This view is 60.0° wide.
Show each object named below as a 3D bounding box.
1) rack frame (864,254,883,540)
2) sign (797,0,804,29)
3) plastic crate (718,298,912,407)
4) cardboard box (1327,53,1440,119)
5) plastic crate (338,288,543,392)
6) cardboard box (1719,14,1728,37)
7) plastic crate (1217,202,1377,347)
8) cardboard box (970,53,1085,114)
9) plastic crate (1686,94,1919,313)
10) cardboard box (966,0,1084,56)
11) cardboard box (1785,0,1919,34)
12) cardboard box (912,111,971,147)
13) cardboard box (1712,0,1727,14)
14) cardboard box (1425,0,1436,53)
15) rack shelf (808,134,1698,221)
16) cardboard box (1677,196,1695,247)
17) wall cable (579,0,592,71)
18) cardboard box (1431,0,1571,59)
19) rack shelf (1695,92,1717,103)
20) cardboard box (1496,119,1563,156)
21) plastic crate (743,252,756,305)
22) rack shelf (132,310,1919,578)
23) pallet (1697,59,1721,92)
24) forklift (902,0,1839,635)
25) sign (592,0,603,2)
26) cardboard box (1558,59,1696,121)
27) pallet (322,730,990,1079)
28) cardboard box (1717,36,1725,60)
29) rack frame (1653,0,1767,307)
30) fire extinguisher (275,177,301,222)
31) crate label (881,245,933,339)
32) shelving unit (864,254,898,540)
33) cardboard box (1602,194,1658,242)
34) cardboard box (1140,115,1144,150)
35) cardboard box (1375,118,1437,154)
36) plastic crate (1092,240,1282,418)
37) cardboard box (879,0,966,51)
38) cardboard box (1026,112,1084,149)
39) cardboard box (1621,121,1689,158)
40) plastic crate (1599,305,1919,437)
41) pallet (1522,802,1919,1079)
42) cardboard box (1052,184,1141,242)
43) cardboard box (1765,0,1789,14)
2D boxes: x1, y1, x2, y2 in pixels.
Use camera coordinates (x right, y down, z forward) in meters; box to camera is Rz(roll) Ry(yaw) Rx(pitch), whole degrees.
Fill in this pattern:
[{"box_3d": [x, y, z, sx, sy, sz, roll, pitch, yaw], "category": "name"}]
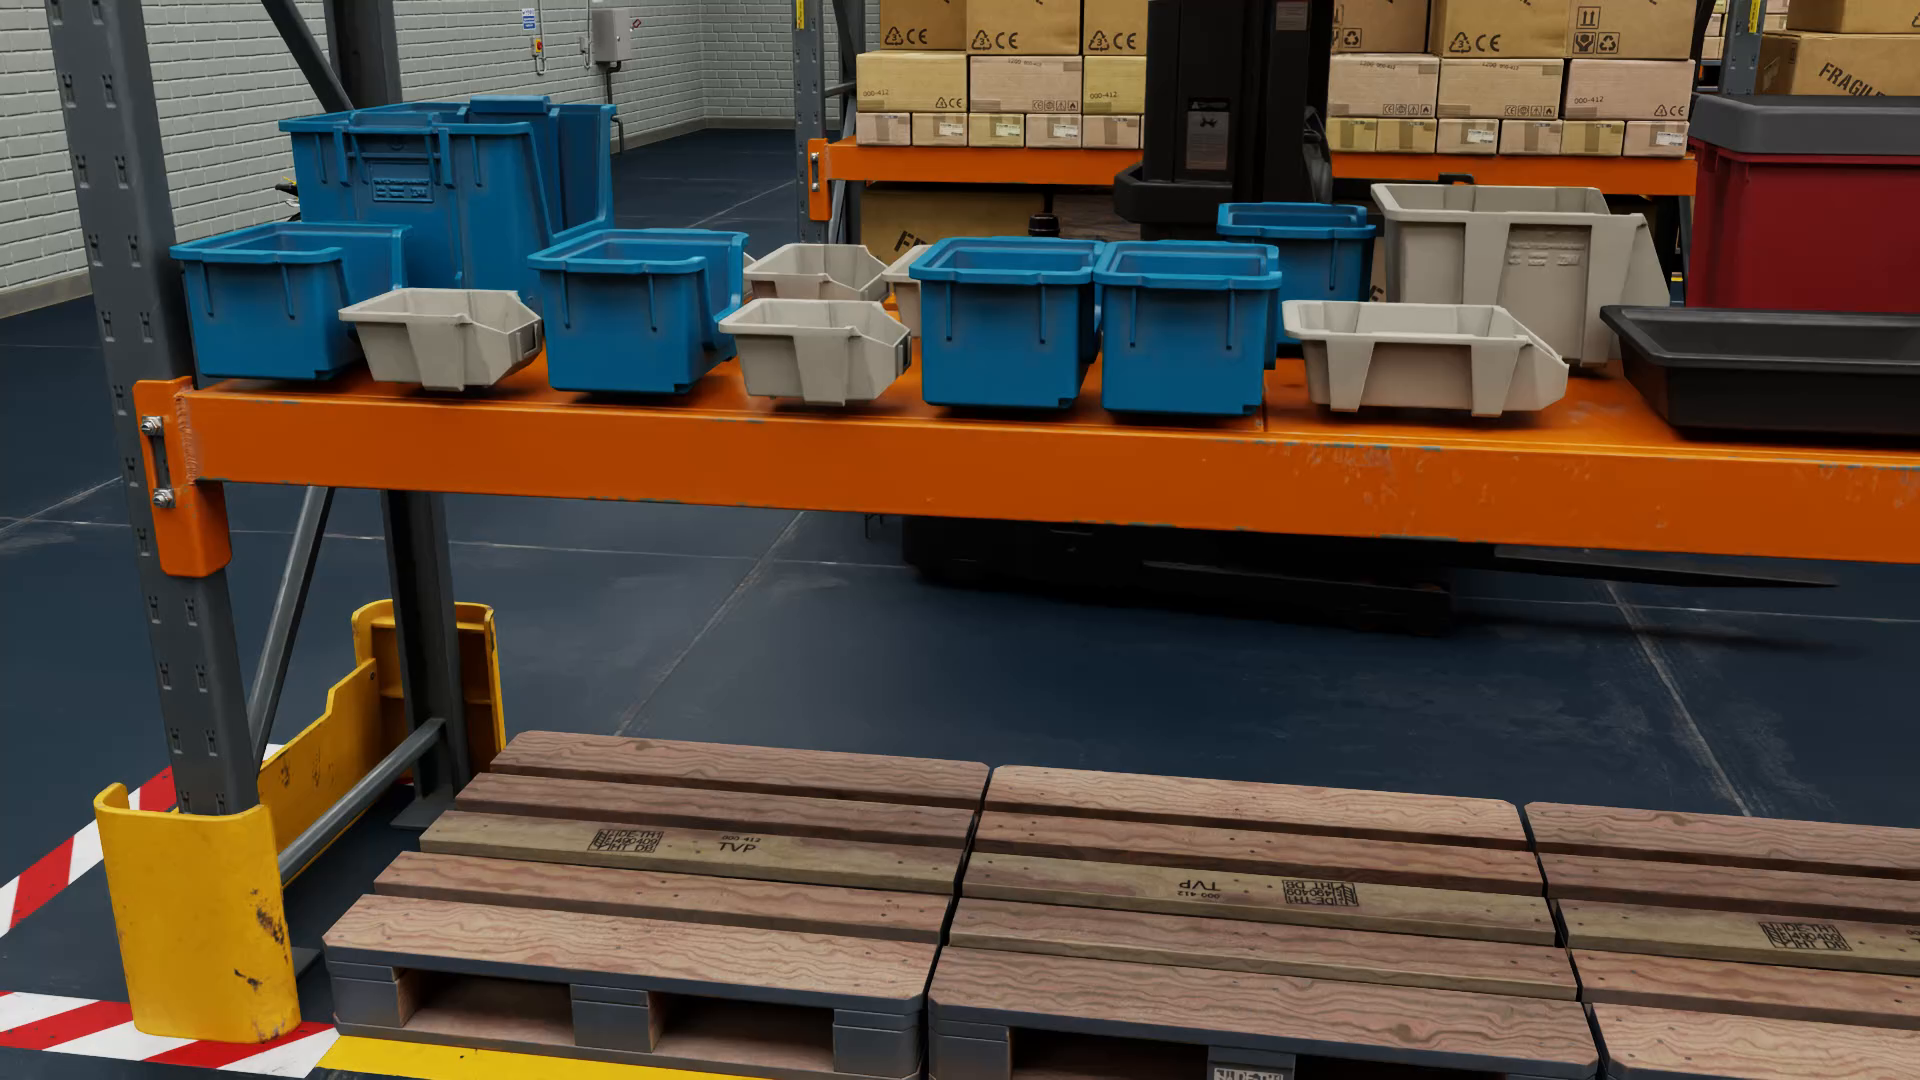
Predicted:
[{"box_3d": [-0.332, -0.527, 6.225, 0.008, 1.050, 0.200, 5, 19, 15], "category": "rack frame"}, {"box_3d": [-0.711, -2.437, 7.370, 0.005, 0.325, 0.100, 3, 19, 9], "category": "sign"}, {"box_3d": [-0.238, -0.322, 2.860, 0.298, 0.136, 0.250, 3, 19, 9], "category": "plastic crate"}, {"box_3d": [1.840, -2.022, 7.387, 0.500, 0.250, 0.500, 3, 19, 10], "category": "cardboard box"}, {"box_3d": [-0.907, -0.357, 2.962, 0.298, 0.136, 0.250, 3, 19, 9], "category": "plastic crate"}, {"box_3d": [5.303, -3.529, 11.388, 0.250, 0.149, 0.380, 2, 19, 6], "category": "cardboard box"}, {"box_3d": [0.666, -0.537, 3.349, 0.300, 0.233, 0.416, 3, 19, 9], "category": "plastic crate"}, {"box_3d": [0.328, -2.100, 7.618, 0.500, 0.250, 0.500, 3, 19, 8], "category": "cardboard box"}, {"box_3d": [1.705, -0.592, 3.149, 0.583, 0.464, 0.402, 3, 19, 9], "category": "plastic crate"}, {"box_3d": [0.308, -2.454, 7.496, 0.500, 0.500, 0.500, 2, 19, 7], "category": "cardboard box"}, {"box_3d": [3.964, -2.455, 7.174, 0.637, 0.503, 0.797, 2, 19, 7], "category": "cardboard box"}, {"box_3d": [-0.065, -1.910, 7.679, 0.250, 0.149, 0.380, 3, 19, 8], "category": "cardboard box"}, {"box_3d": [5.064, -3.682, 11.378, 0.250, 0.149, 0.380, 3, 19, 9], "category": "cardboard box"}, {"box_3d": [2.415, -2.518, 7.687, 0.500, 0.500, 0.500, 3, 19, 9], "category": "cardboard box"}, {"box_3d": [1.358, -1.721, 7.852, 4.000, 0.370, 1.077, 3, 19, 9], "category": "rack shelf"}, {"box_3d": [5.429, -2.377, 11.959, 0.500, 0.500, 0.500, 4, 19, 11], "category": "cardboard box"}, {"box_3d": [-4.403, -6.470, 19.312, 0.122, 1.984, 0.588, 3, 19, 9], "category": "wall cable"}, {"box_3d": [2.342, -2.353, 7.193, 0.500, 0.500, 0.500, 3, 19, 9], "category": "cardboard box"}, {"box_3d": [6.194, -3.068, 11.879, 4.000, 0.370, 1.077, 3, 19, 9], "category": "rack shelf"}, {"box_3d": [2.472, -1.781, 7.293, 0.250, 0.149, 0.380, 3, 19, 8], "category": "cardboard box"}, {"box_3d": [-0.569, -0.530, 3.480, 0.243, 0.136, 0.396, 3, 19, 9], "category": "plastic crate"}, {"box_3d": [0.572, -0.169, 3.215, 4.000, 0.370, 1.077, 3, 19, 9], "category": "rack shelf"}, {"box_3d": [4.950, -3.335, 11.845, 1.213, 0.211, 1.003, 3, 19, 9], "category": "pallet"}, {"box_3d": [1.370, -1.269, 5.477, 3.031, 2.935, 1.130, 5, 19, 15], "category": "forklift"}, {"box_3d": [-4.352, -6.579, 19.937, 0.001, 0.242, 0.339, 3, 19, 9], "category": "sign"}, {"box_3d": [2.855, -1.971, 7.234, 0.500, 0.250, 0.500, 3, 19, 8], "category": "cardboard box"}, {"box_3d": [-0.594, 0.765, 3.683, 1.213, 0.211, 1.003, 3, 19, 9], "category": "pallet"}, {"box_3d": [5.304, -3.387, 11.433, 0.250, 0.149, 0.380, 3, 19, 9], "category": "cardboard box"}, {"box_3d": [3.332, -1.961, 7.437, 0.127, 3.000, 1.000, 3, 19, 9], "category": "rack frame"}, {"box_3d": [-1.479, -0.547, 3.921, 0.183, 0.674, 0.296, 3, 19, 9], "category": "fire extinguisher"}, {"box_3d": [-0.006, -0.504, 3.404, 0.243, 0.136, 0.396, 3, 19, 9], "category": "crate label"}, {"box_3d": [-0.214, -0.517, 6.194, 0.252, 1.050, 0.215, 5, 19, 15], "category": "shelving unit"}, {"box_3d": [2.693, -1.211, 7.882, 0.875, 0.875, 0.875, 3, 19, 9], "category": "cardboard box"}, {"box_3d": [0.951, -1.858, 7.525, 0.250, 0.149, 0.380, 3, 19, 8], "category": "cardboard box"}, {"box_3d": [1.963, -1.806, 7.371, 0.250, 0.149, 0.380, 3, 19, 10], "category": "cardboard box"}, {"box_3d": [0.385, -0.363, 2.830, 0.300, 0.233, 0.416, 3, 19, 9], "category": "plastic crate"}, {"box_3d": [-0.094, -2.646, 8.069, 0.500, 0.500, 0.500, 3, 19, 9], "category": "cardboard box"}, {"box_3d": [0.445, -1.884, 7.603, 0.250, 0.149, 0.380, 3, 19, 8], "category": "cardboard box"}, {"box_3d": [2.979, -1.755, 7.216, 0.250, 0.149, 0.380, 3, 19, 9], "category": "cardboard box"}, {"box_3d": [1.399, -0.280, 2.751, 0.590, 0.125, 0.437, 3, 19, 9], "category": "plastic crate"}, {"box_3d": [1.815, 0.888, 3.316, 1.213, 0.211, 1.003, 3, 19, 9], "category": "pallet"}, {"box_3d": [0.926, -1.301, 8.151, 0.875, 0.875, 0.875, 3, 19, 9], "category": "cardboard box"}, {"box_3d": [5.563, -3.656, 11.300, 0.250, 0.149, 0.380, 3, 19, 8], "category": "cardboard box"}]
